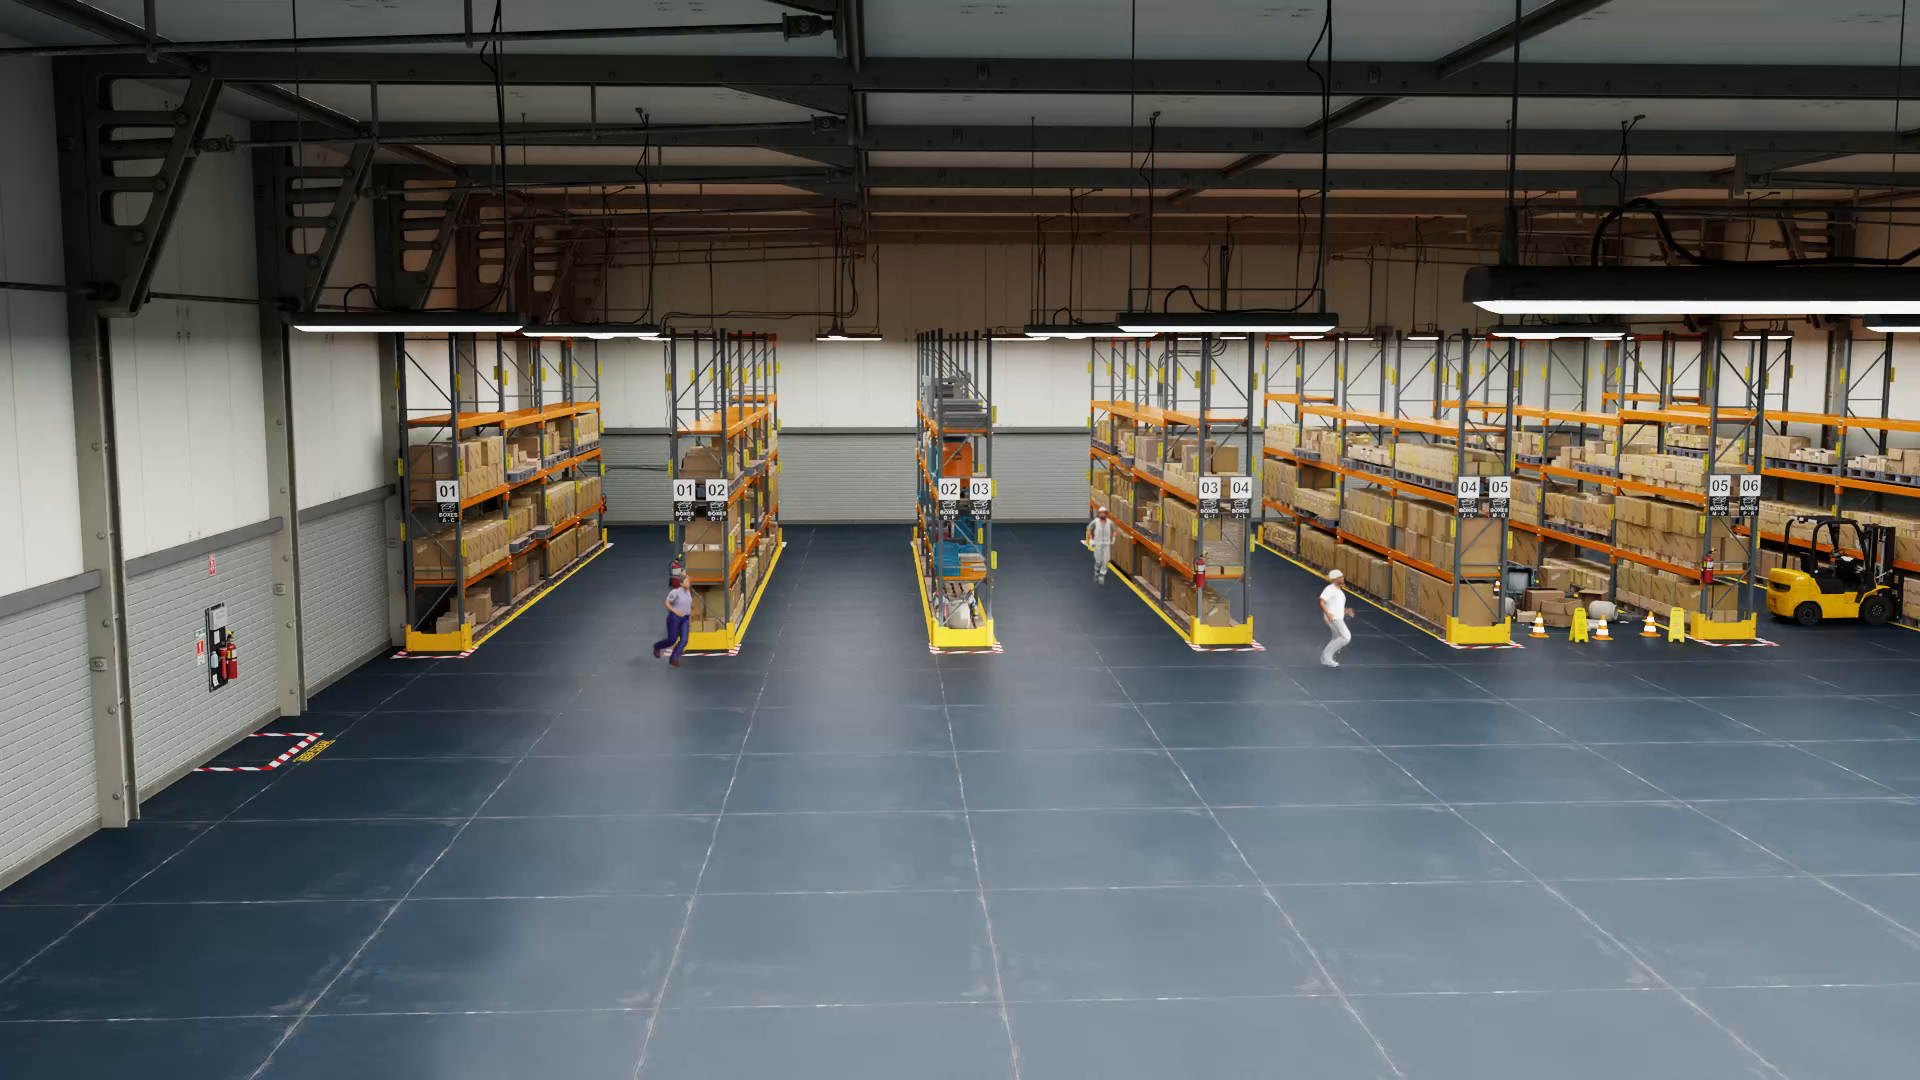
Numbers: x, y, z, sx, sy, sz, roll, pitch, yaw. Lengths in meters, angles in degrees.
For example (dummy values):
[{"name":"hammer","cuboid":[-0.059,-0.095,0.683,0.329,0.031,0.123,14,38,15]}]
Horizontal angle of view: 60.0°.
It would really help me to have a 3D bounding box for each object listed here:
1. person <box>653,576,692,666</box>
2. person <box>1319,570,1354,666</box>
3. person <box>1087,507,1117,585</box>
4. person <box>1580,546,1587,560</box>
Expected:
[{"name":"person","cuboid":[-5.105,1.440,29.968,0.694,1.569,0.673,5,9,38]},{"name":"person","cuboid":[6.687,1.388,29.511,0.568,1.724,0.697,3,7,24]},{"name":"person","cuboid":[3.239,0.128,37.643,0.673,1.763,0.548,-1,7,-6]},{"name":"person","cuboid":[15.963,-0.190,42.865,0.682,1.730,0.740,0,7,2]}]
